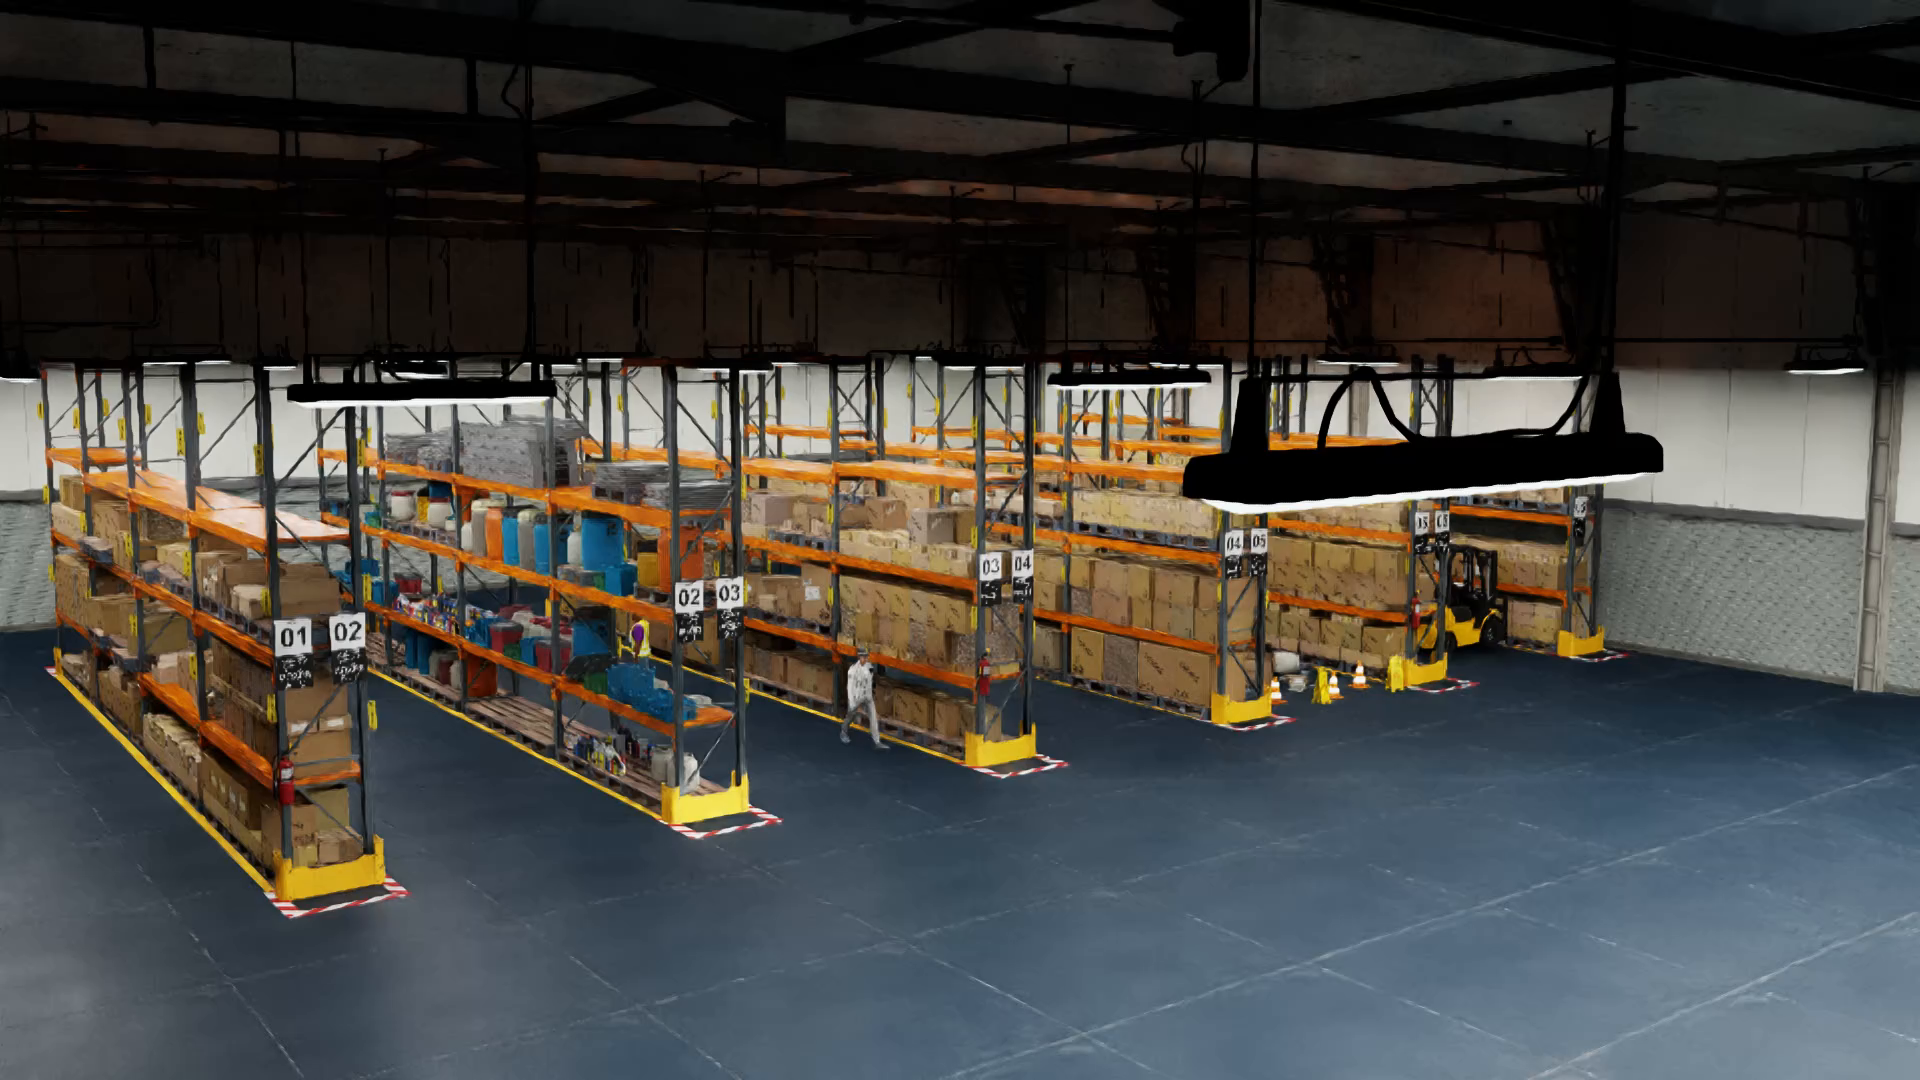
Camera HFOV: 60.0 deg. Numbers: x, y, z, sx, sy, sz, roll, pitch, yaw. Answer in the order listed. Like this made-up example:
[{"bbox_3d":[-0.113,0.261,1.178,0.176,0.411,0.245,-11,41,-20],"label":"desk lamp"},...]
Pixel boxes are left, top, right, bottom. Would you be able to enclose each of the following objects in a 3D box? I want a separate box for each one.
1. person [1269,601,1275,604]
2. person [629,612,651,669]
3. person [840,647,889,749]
[{"bbox_3d":[6.720,1.105,36.028,0.656,1.790,0.520,3,8,25],"label":"person"},{"bbox_3d":[-5.582,1.990,28.778,0.580,1.763,0.673,-1,7,-7],"label":"person"},{"bbox_3d":[-1.537,2.429,25.830,0.495,1.587,1.086,-5,8,-33],"label":"person"}]
